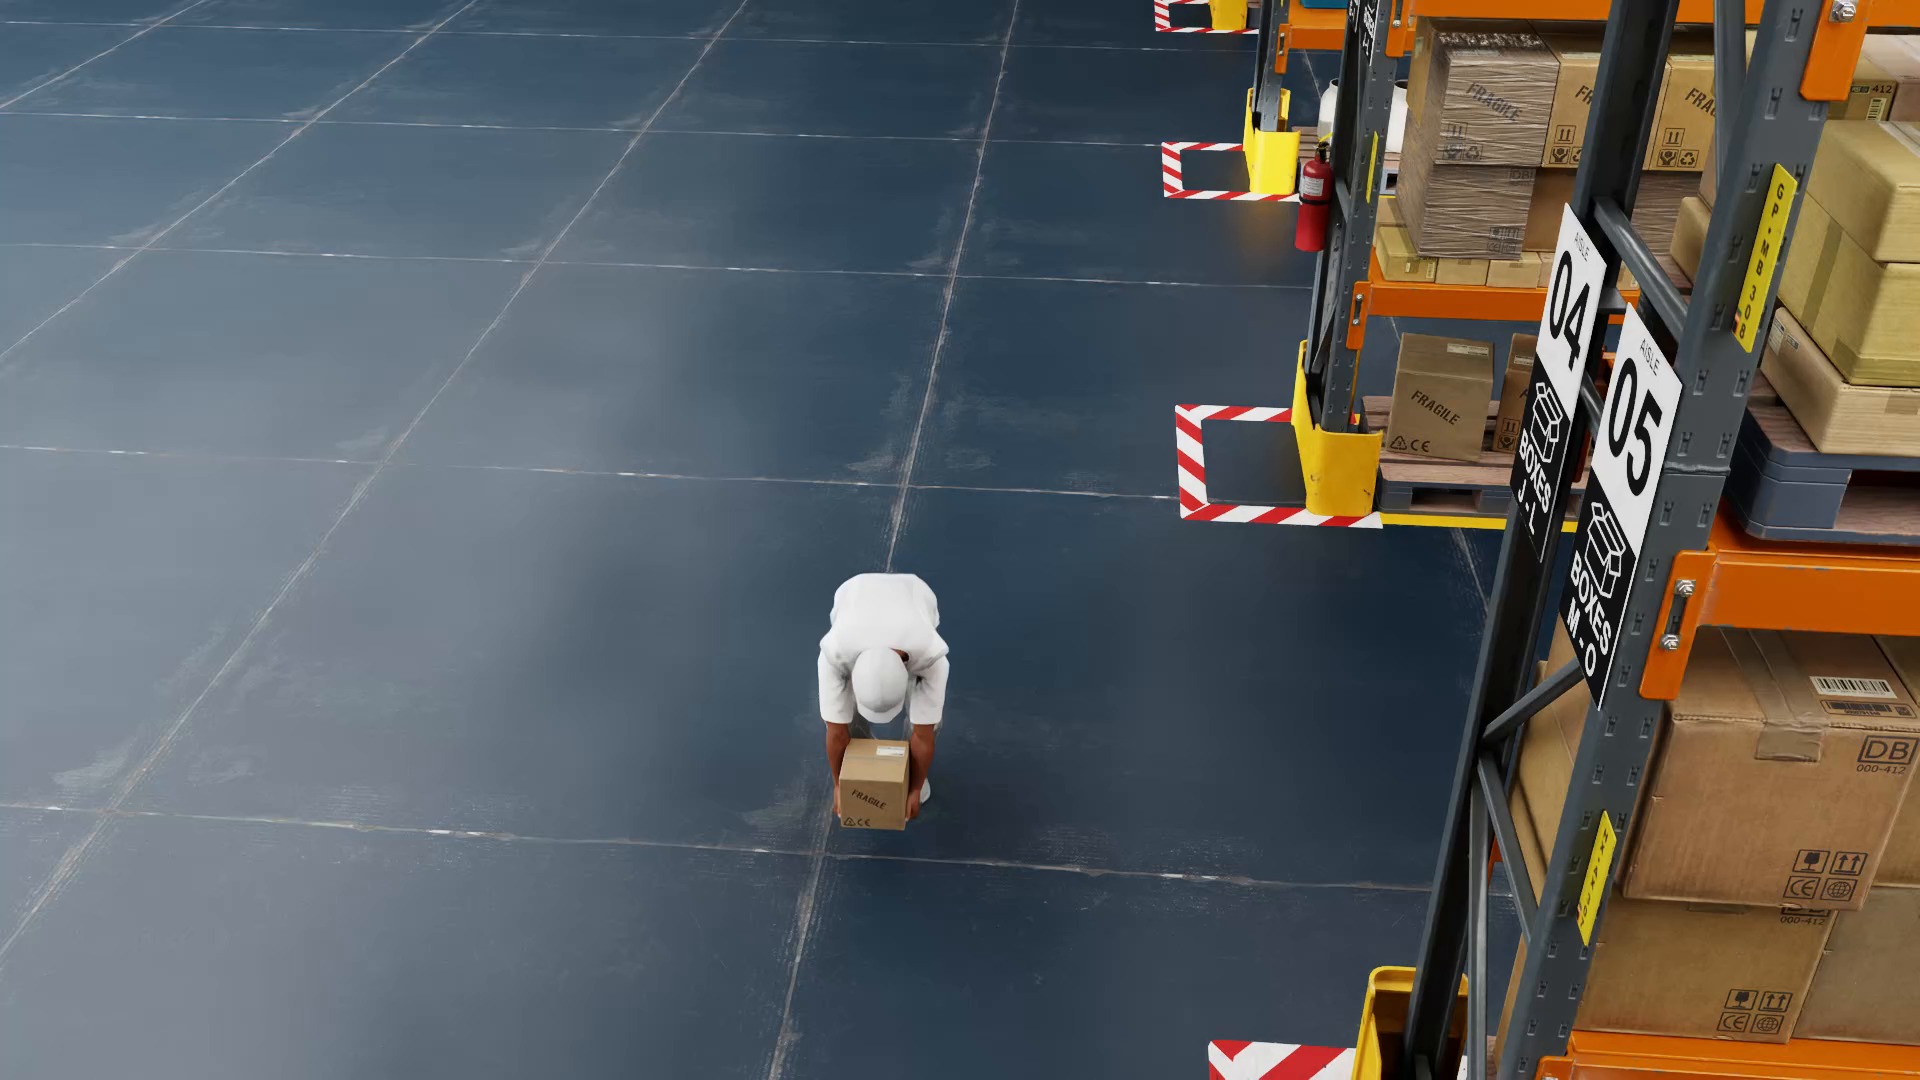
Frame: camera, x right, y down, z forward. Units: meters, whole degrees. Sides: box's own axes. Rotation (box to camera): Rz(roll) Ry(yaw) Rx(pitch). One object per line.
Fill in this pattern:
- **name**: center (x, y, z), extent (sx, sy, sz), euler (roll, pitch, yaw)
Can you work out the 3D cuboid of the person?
- **person**: center (-0.296, 0.668, 6.710), extent (0.518, 1.054, 0.966), euler (1, 32, 2)
